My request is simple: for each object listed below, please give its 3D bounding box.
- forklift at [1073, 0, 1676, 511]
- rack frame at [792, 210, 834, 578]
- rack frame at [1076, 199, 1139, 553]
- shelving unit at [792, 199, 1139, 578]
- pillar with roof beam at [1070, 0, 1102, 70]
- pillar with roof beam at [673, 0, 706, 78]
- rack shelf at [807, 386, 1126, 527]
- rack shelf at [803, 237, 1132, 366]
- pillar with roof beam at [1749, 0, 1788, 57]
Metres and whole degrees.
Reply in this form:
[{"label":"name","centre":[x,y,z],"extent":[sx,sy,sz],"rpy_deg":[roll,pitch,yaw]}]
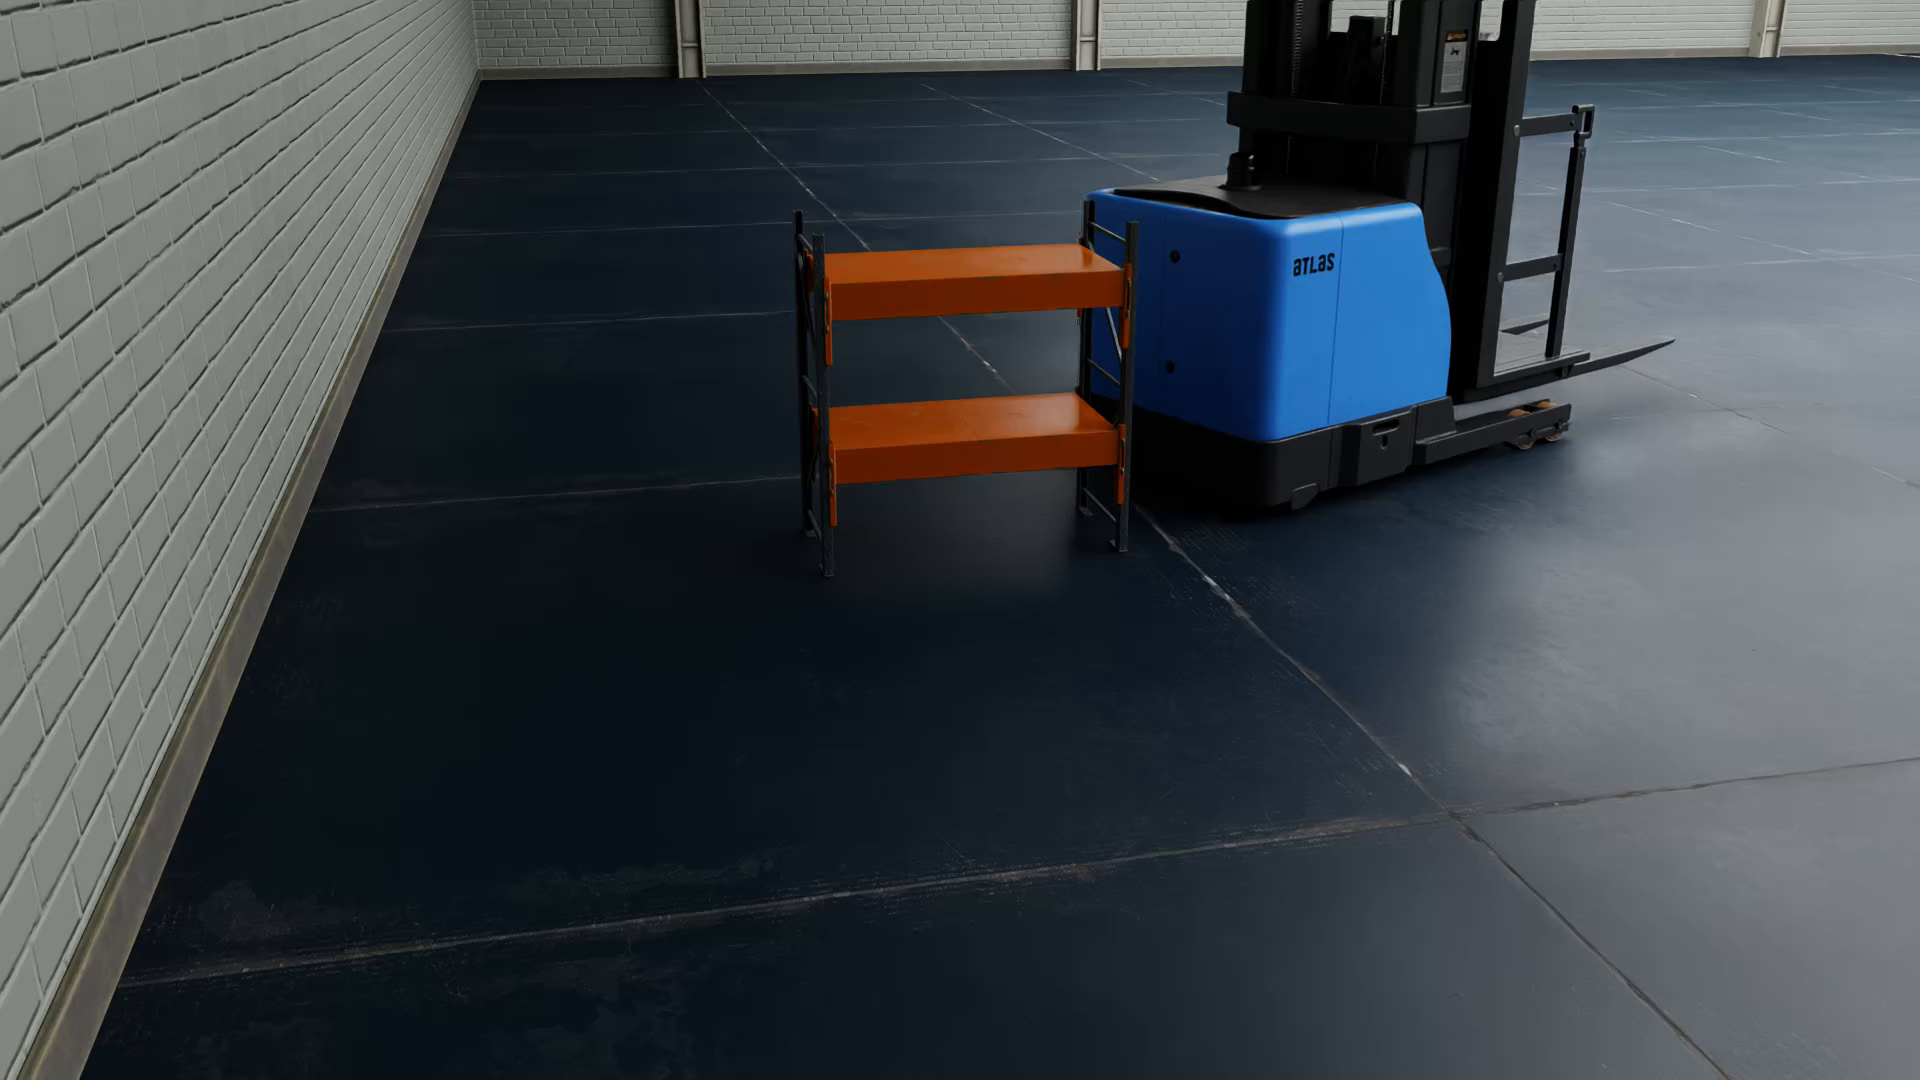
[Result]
[{"label":"forklift","centre":[1.923,-1.873,6.667],"extent":[3.031,2.935,1.130],"rpy_deg":[-15,25,-35]},{"label":"rack frame","centre":[-0.488,-0.488,5.513],"extent":[0.032,1.125,0.500],"rpy_deg":[-5,21,-12]},{"label":"rack frame","centre":[0.501,-0.569,5.732],"extent":[0.032,1.125,0.500],"rpy_deg":[-5,21,-12]},{"label":"shelving unit","centre":[0.007,-0.529,5.623],"extent":[1.048,1.125,0.538],"rpy_deg":[-5,21,-12]},{"label":"pillar with roof beam","centre":[2.915,-10.019,20.084],"extent":[0.400,9.000,9.100],"rpy_deg":[-5,21,-12]},{"label":"pillar with roof beam","centre":[-2.924,-9.545,18.788],"extent":[0.400,9.000,9.100],"rpy_deg":[-5,21,-12]},{"label":"rack shelf","centre":[0.007,-0.299,5.707],"extent":[1.000,0.278,0.538],"rpy_deg":[-5,21,-12]},{"label":"rack shelf","centre":[0.007,-0.804,5.522],"extent":[1.000,0.278,0.538],"rpy_deg":[-5,21,-12]},{"label":"pillar with roof beam","centre":[14.593,-10.969,22.677],"extent":[0.400,9.000,9.100],"rpy_deg":[-5,21,-12]}]
